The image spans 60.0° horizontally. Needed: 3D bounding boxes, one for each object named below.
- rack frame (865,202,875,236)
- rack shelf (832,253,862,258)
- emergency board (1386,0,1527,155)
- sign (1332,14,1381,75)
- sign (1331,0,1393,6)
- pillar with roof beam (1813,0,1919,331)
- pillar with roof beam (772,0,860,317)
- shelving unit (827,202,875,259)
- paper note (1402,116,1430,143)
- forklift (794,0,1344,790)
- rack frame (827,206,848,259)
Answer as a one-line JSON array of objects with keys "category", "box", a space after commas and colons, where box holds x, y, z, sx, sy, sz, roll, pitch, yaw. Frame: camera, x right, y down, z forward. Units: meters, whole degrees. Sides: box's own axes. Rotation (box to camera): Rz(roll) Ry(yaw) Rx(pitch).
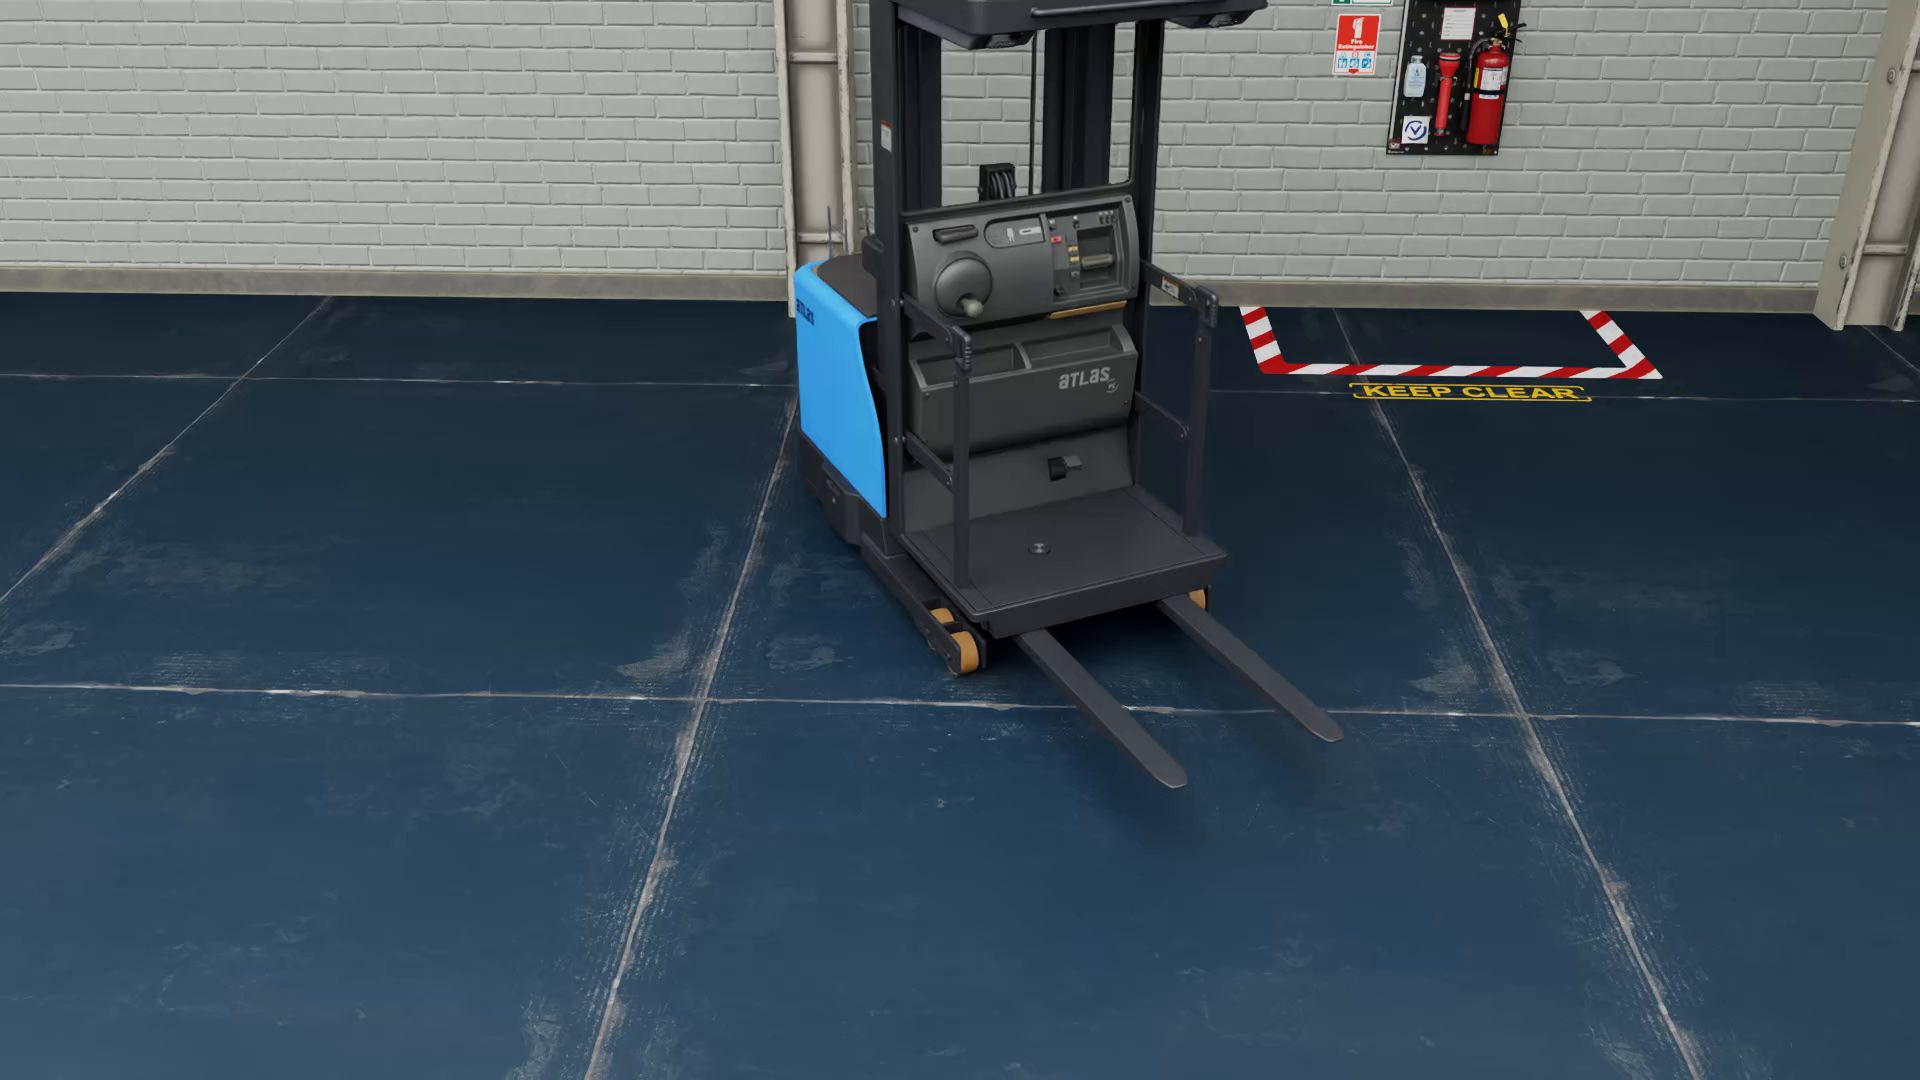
[{"category": "rack frame", "box": [-0.378, -0.964, 7.780, 0.006, 1.200, 0.240, -12, 29, -21]}, {"category": "rack shelf", "box": [-0.464, -1.228, 7.605, 0.180, 0.103, 0.258, -12, 29, -21]}, {"category": "emergency board", "box": [2.732, -2.655, 9.055, 0.643, 1.169, 0.194, 1, 28, 2]}, {"category": "sign", "box": [2.183, -2.728, 9.155, 0.234, 0.329, 0.001, 1, 28, 2]}, {"category": "sign", "box": [2.187, -2.958, 9.023, 0.331, 0.109, 0.001, 1, 28, 2]}, {"category": "pillar with roof beam", "box": [5.048, -3.232, 3.738, 0.400, 9.000, 9.100, 1, 28, 2]}, {"category": "pillar with roof beam", "box": [-0.948, -3.331, 3.925, 0.400, 9.000, 9.100, 1, 28, 2]}, {"category": "shelving unit", "box": [-0.461, -0.946, 7.747, 0.189, 1.200, 0.258, -12, 29, -21]}, {"category": "paper note", "box": [2.557, -2.301, 9.328, 0.142, 0.148, 0.016, 1, 28, 2]}, {"category": "forklift", "box": [0.341, -1.017, 6.039, 1.130, 2.935, 3.031, -12, 30, -22]}, {"category": "rack frame", "box": [-0.545, -0.929, 7.714, 0.006, 1.200, 0.240, -12, 29, -21]}]
